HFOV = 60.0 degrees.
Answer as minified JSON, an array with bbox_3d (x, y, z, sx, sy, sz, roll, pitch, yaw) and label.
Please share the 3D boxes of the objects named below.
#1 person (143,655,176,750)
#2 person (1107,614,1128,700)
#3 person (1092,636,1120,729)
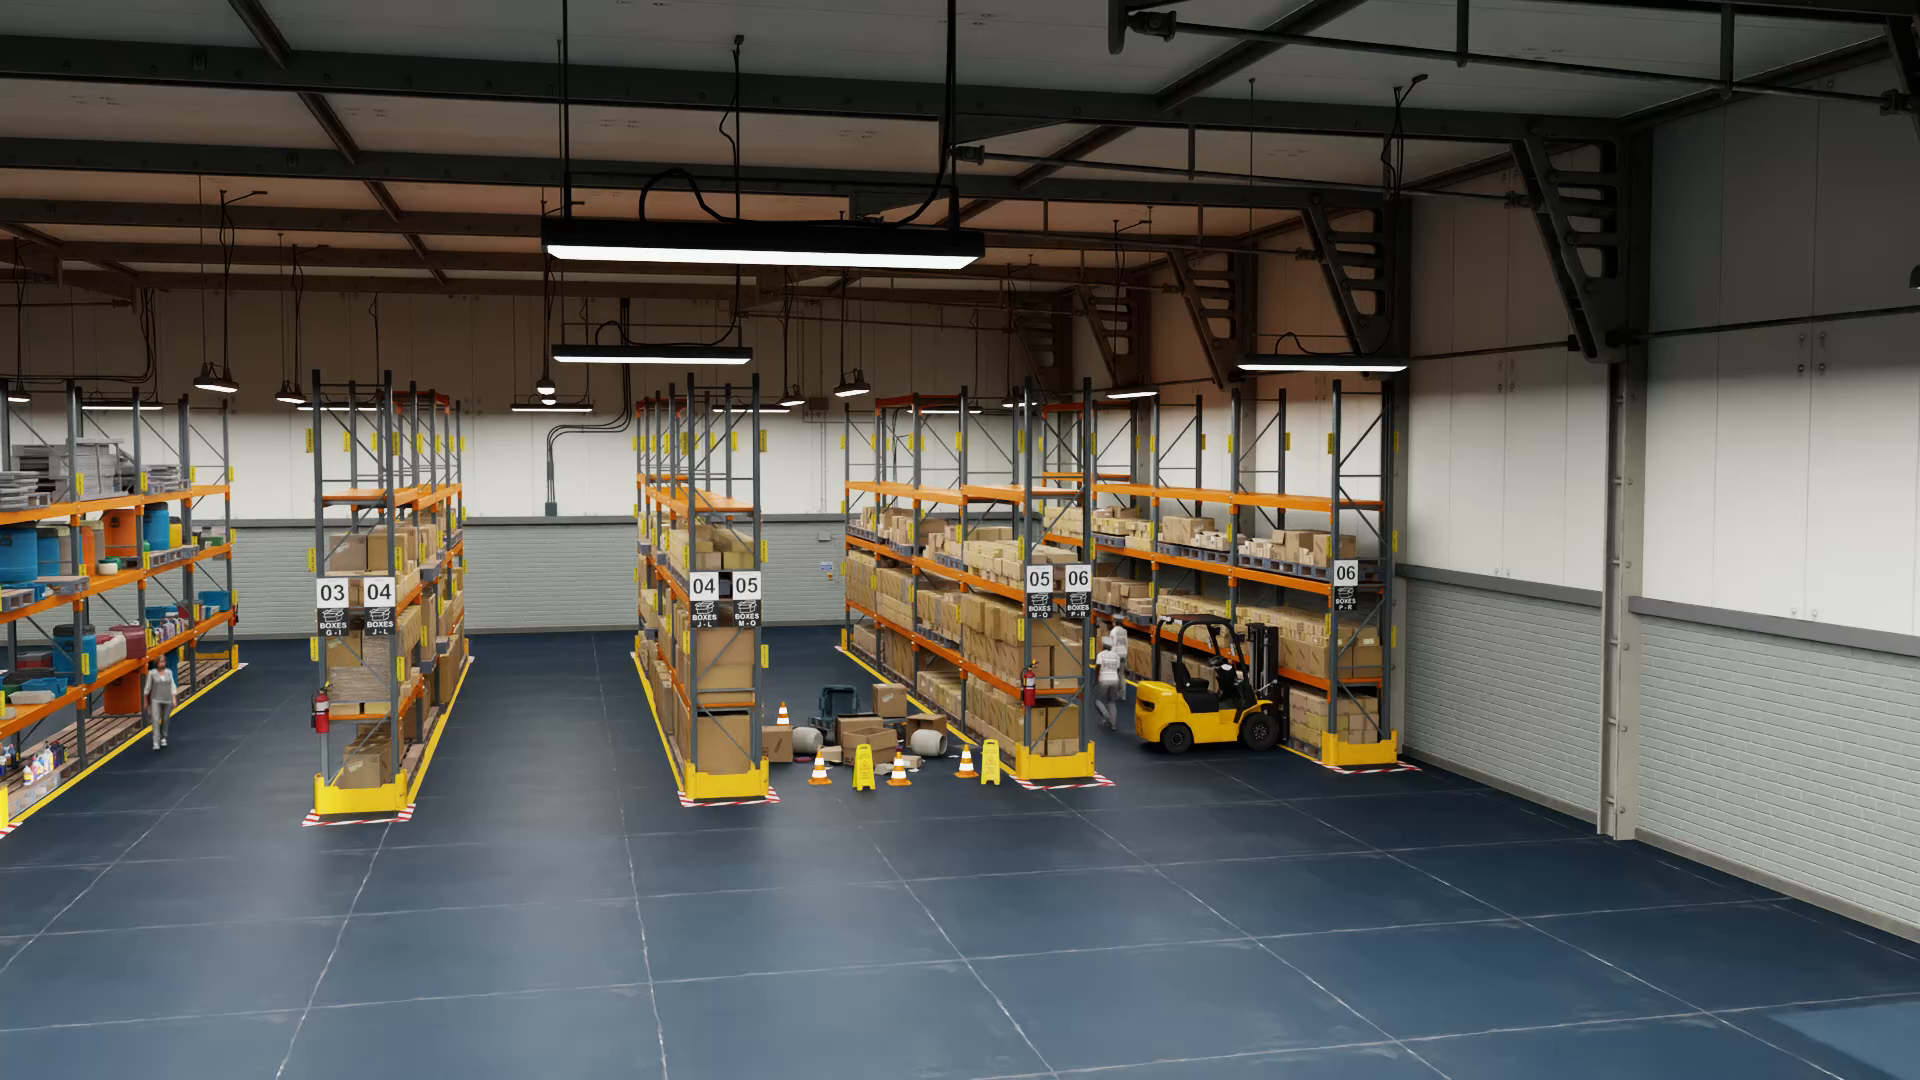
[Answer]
[{"bbox_3d":[-13.036,2.640,27.115,0.477,1.543,0.982,-2,4,-35],"label":"person"},{"bbox_3d":[3.080,2.291,32.475,0.514,1.688,0.406,-3,4,-42],"label":"person"},{"bbox_3d":[2.582,2.512,29.411,0.543,1.600,0.720,-1,3,-12],"label":"person"}]
